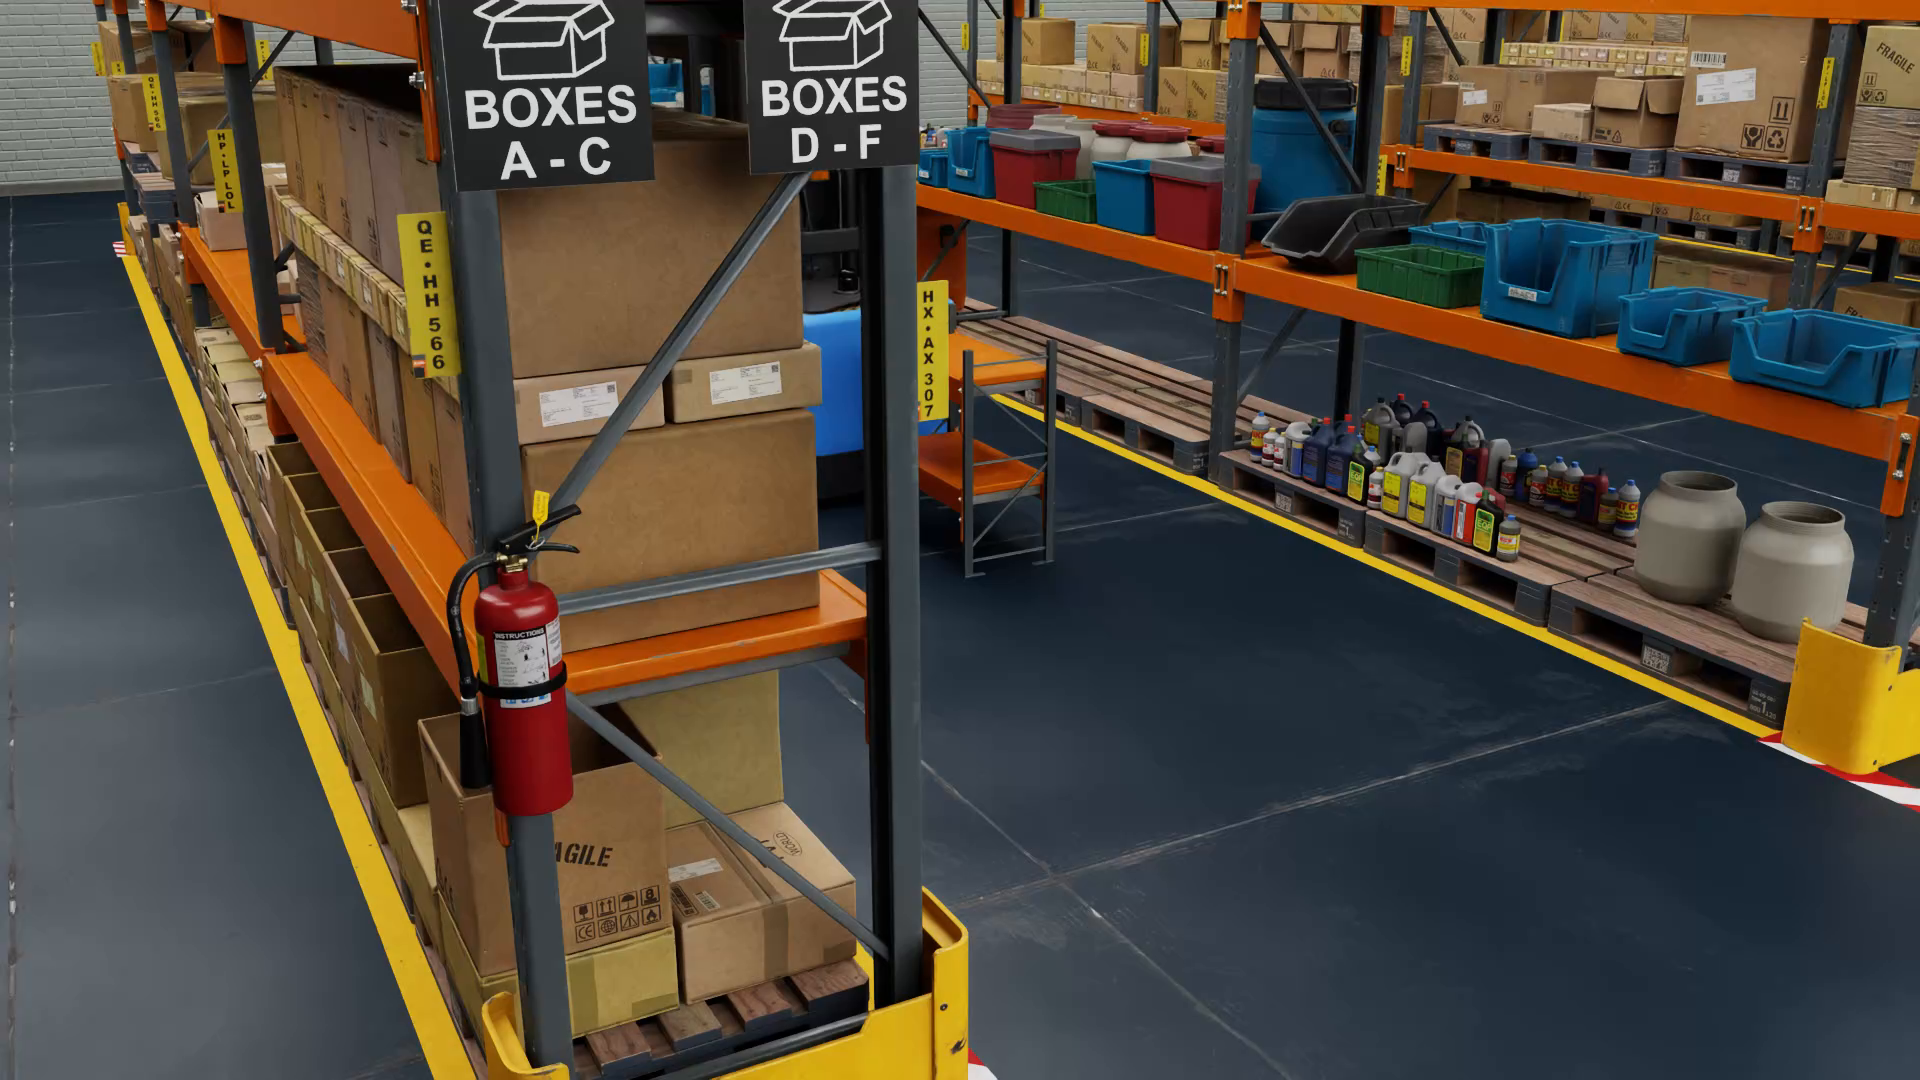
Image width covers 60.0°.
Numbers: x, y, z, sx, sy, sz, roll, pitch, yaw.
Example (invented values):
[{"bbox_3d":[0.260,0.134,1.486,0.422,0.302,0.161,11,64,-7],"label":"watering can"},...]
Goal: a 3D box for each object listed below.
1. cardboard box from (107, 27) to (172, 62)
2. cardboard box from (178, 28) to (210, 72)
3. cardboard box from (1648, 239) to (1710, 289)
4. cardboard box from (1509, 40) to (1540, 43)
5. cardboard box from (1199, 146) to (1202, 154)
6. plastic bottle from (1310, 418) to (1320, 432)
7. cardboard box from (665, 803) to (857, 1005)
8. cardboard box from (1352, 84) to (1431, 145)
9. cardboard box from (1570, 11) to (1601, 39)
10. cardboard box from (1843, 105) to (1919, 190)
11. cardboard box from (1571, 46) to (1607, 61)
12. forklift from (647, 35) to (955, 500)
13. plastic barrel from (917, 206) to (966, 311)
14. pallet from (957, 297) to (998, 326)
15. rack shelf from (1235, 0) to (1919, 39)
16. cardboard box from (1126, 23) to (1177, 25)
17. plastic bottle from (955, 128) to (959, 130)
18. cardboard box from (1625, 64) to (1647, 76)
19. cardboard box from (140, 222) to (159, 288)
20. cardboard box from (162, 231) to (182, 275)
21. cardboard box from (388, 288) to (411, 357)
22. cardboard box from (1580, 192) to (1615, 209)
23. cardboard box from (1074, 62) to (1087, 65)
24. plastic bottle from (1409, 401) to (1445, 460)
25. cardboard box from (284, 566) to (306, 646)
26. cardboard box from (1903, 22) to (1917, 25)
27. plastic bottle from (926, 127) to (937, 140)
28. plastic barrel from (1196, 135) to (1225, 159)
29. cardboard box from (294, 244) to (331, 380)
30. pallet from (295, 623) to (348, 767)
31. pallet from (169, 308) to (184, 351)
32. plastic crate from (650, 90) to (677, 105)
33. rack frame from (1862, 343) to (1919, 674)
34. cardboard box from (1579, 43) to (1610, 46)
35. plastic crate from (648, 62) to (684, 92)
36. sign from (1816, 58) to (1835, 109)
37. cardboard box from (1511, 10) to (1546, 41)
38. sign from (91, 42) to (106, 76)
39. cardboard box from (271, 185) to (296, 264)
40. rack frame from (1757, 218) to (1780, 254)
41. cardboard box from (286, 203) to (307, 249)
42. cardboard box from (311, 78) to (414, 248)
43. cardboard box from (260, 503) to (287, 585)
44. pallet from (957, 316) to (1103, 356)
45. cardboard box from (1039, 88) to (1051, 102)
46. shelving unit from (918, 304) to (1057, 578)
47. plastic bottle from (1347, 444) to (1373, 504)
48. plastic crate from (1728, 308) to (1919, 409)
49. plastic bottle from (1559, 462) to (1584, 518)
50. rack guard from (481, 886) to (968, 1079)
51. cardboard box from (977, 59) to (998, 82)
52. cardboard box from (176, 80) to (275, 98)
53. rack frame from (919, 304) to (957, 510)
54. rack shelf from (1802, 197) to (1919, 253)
[{"bbox_3d":[-7.214,-4.265,14.708,0.500,0.500,0.500,-10,21,-26],"label":"cardboard box"},{"bbox_3d":[-6.483,-4.196,14.506,0.500,0.500,0.500,-11,22,-28],"label":"cardboard box"},{"bbox_3d":[5.509,-2.092,13.254,0.700,0.500,0.500,-12,22,-31],"label":"cardboard box"},{"bbox_3d":[6.858,-5.991,20.785,0.500,0.500,0.500,-10,22,-28],"label":"cardboard box"},{"bbox_3d":[3.205,-3.640,17.194,1.225,0.875,0.875,-11,22,-29],"label":"cardboard box"},{"bbox_3d":[1.935,-0.511,9.005,0.061,0.283,0.133,-10,21,-27],"label":"plastic bottle"},{"bbox_3d":[-0.622,1.009,4.681,0.500,0.250,0.500,-10,21,-27],"label":"cardboard box"},{"bbox_3d":[3.906,-3.885,15.138,0.500,0.500,0.500,-9,21,-25],"label":"cardboard box"},{"bbox_3d":[9.509,-7.756,24.825,0.500,0.500,0.500,-11,22,-28],"label":"cardboard box"},{"bbox_3d":[6.417,-2.635,11.060,0.875,0.500,0.500,-10,21,-27],"label":"cardboard box"},{"bbox_3d":[7.150,-5.500,18.801,0.380,0.149,0.250,-10,21,-27],"label":"cardboard box"},{"bbox_3d":[-1.201,-2.027,10.013,1.130,2.935,3.031,-11,22,-30],"label":"forklift"},{"bbox_3d":[-0.248,-2.277,13.316,0.600,0.830,0.708,-10,21,-27],"label":"plastic barrel"},{"bbox_3d":[-0.412,-1.869,13.723,1.003,0.211,1.213,-10,21,-27],"label":"pallet"},{"bbox_3d":[2.848,-2.322,7.268,1.077,0.370,4.000,-10,21,-27],"label":"rack shelf"},{"bbox_3d":[2.229,-5.626,18.962,0.500,0.500,0.500,-10,21,-27],"label":"cardboard box"},{"bbox_3d":[-0.038,-3.188,13.449,0.061,0.283,0.133,-10,21,-27],"label":"plastic bottle"},{"bbox_3d":[7.521,-5.135,18.200,0.380,0.149,0.250,-9,21,-25],"label":"cardboard box"},{"bbox_3d":[-6.782,-2.495,14.421,0.500,0.500,0.500,-10,21,-27],"label":"cardboard box"},{"bbox_3d":[-5.533,-2.122,12.191,0.500,0.250,0.500,-10,22,-28],"label":"cardboard box"},{"bbox_3d":[-1.402,-0.635,4.724,0.380,0.149,0.250,-9,21,-25],"label":"cardboard box"},{"bbox_3d":[7.502,-4.085,19.061,0.500,0.500,0.500,-10,21,-26],"label":"cardboard box"},{"bbox_3d":[1.505,-5.711,20.356,0.500,0.250,0.500,-11,22,-28],"label":"cardboard box"},{"bbox_3d":[2.549,-0.579,9.098,0.144,0.351,0.185,-11,22,-29],"label":"plastic bottle"},{"bbox_3d":[-2.509,0.229,6.941,0.500,0.250,0.500,-10,21,-27],"label":"cardboard box"},{"bbox_3d":[9.217,-4.718,16.019,0.700,0.500,0.500,-10,22,-27],"label":"cardboard box"},{"bbox_3d":[-0.226,-3.241,13.624,0.097,0.271,0.097,0,19,0],"label":"plastic bottle"},{"bbox_3d":[1.637,-2.192,10.176,0.433,0.535,0.433,0,19,0],"label":"plastic barrel"},{"bbox_3d":[-2.246,-0.973,6.701,0.700,0.500,0.500,-11,22,-28],"label":"cardboard box"},{"bbox_3d":[-2.122,0.500,6.858,1.003,0.211,1.213,-10,21,-27],"label":"pallet"},{"bbox_3d":[-5.842,-1.803,13.534,1.003,0.211,1.213,-10,21,-27],"label":"pallet"},{"bbox_3d":[-3.205,-4.627,17.606,0.416,0.233,0.300,-10,21,-27],"label":"plastic crate"},{"bbox_3d":[3.798,-0.670,5.976,1.000,3.000,0.127,-10,21,-27],"label":"rack frame"},{"bbox_3d":[7.483,-5.746,19.515,0.380,0.149,0.250,-11,22,-28],"label":"cardboard box"},{"bbox_3d":[-3.476,-5.241,19.076,0.616,0.435,0.499,-10,21,-27],"label":"plastic crate"},{"bbox_3d":[5.771,-3.046,11.086,0.100,0.325,0.005,-10,21,-27],"label":"sign"},{"bbox_3d":[6.872,-6.450,20.581,0.500,0.500,0.500,-9,21,-25],"label":"cardboard box"},{"bbox_3d":[-8.638,-4.822,16.681,0.100,0.325,0.005,-10,21,-27],"label":"sign"},{"bbox_3d":[-3.063,-1.474,8.151,0.500,0.500,0.500,-8,21,-23],"label":"cardboard box"},{"bbox_3d":[8.771,-4.473,16.997,1.000,3.000,0.127,-10,21,-27],"label":"rack frame"},{"bbox_3d":[-2.386,-1.227,6.442,0.380,0.149,0.250,-10,21,-26],"label":"cardboard box"},{"bbox_3d":[-1.768,-1.298,5.652,0.700,0.500,0.500,-10,21,-27],"label":"cardboard box"},{"bbox_3d":[-2.915,-0.025,7.678,0.500,0.250,0.500,-10,22,-27],"label":"cardboard box"},{"bbox_3d":[0.333,-1.420,12.424,1.003,0.211,1.213,-10,21,-27],"label":"pallet"},{"bbox_3d":[1.169,-5.318,19.828,0.380,0.149,0.250,-11,22,-28],"label":"cardboard box"},{"bbox_3d":[-0.003,-0.534,8.454,0.538,1.125,1.048,-10,21,-27],"label":"shelving unit"},{"bbox_3d":[2.048,-0.339,8.504,0.061,0.283,0.133,-9,21,-24],"label":"plastic bottle"},{"bbox_3d":[3.297,-0.697,6.282,0.499,0.251,0.616,-10,21,-27],"label":"plastic crate"},{"bbox_3d":[3.048,-0.256,8.282,0.097,0.271,0.097,0,19,0],"label":"plastic bottle"},{"bbox_3d":[-0.552,1.284,4.143,1.175,0.500,0.348,-10,21,-27],"label":"rack guard"},{"bbox_3d":[0.549,-5.921,20.965,0.500,0.250,0.500,-11,22,-28],"label":"cardboard box"},{"bbox_3d":[-5.368,-3.097,12.212,0.700,0.500,0.500,-17,25,-40],"label":"cardboard box"},{"bbox_3d":[-0.245,-0.680,8.876,0.500,1.125,0.032,-10,21,-27],"label":"rack frame"},{"bbox_3d":[7.207,-1.672,9.980,1.077,0.370,4.000,-10,21,-27],"label":"rack shelf"}]
